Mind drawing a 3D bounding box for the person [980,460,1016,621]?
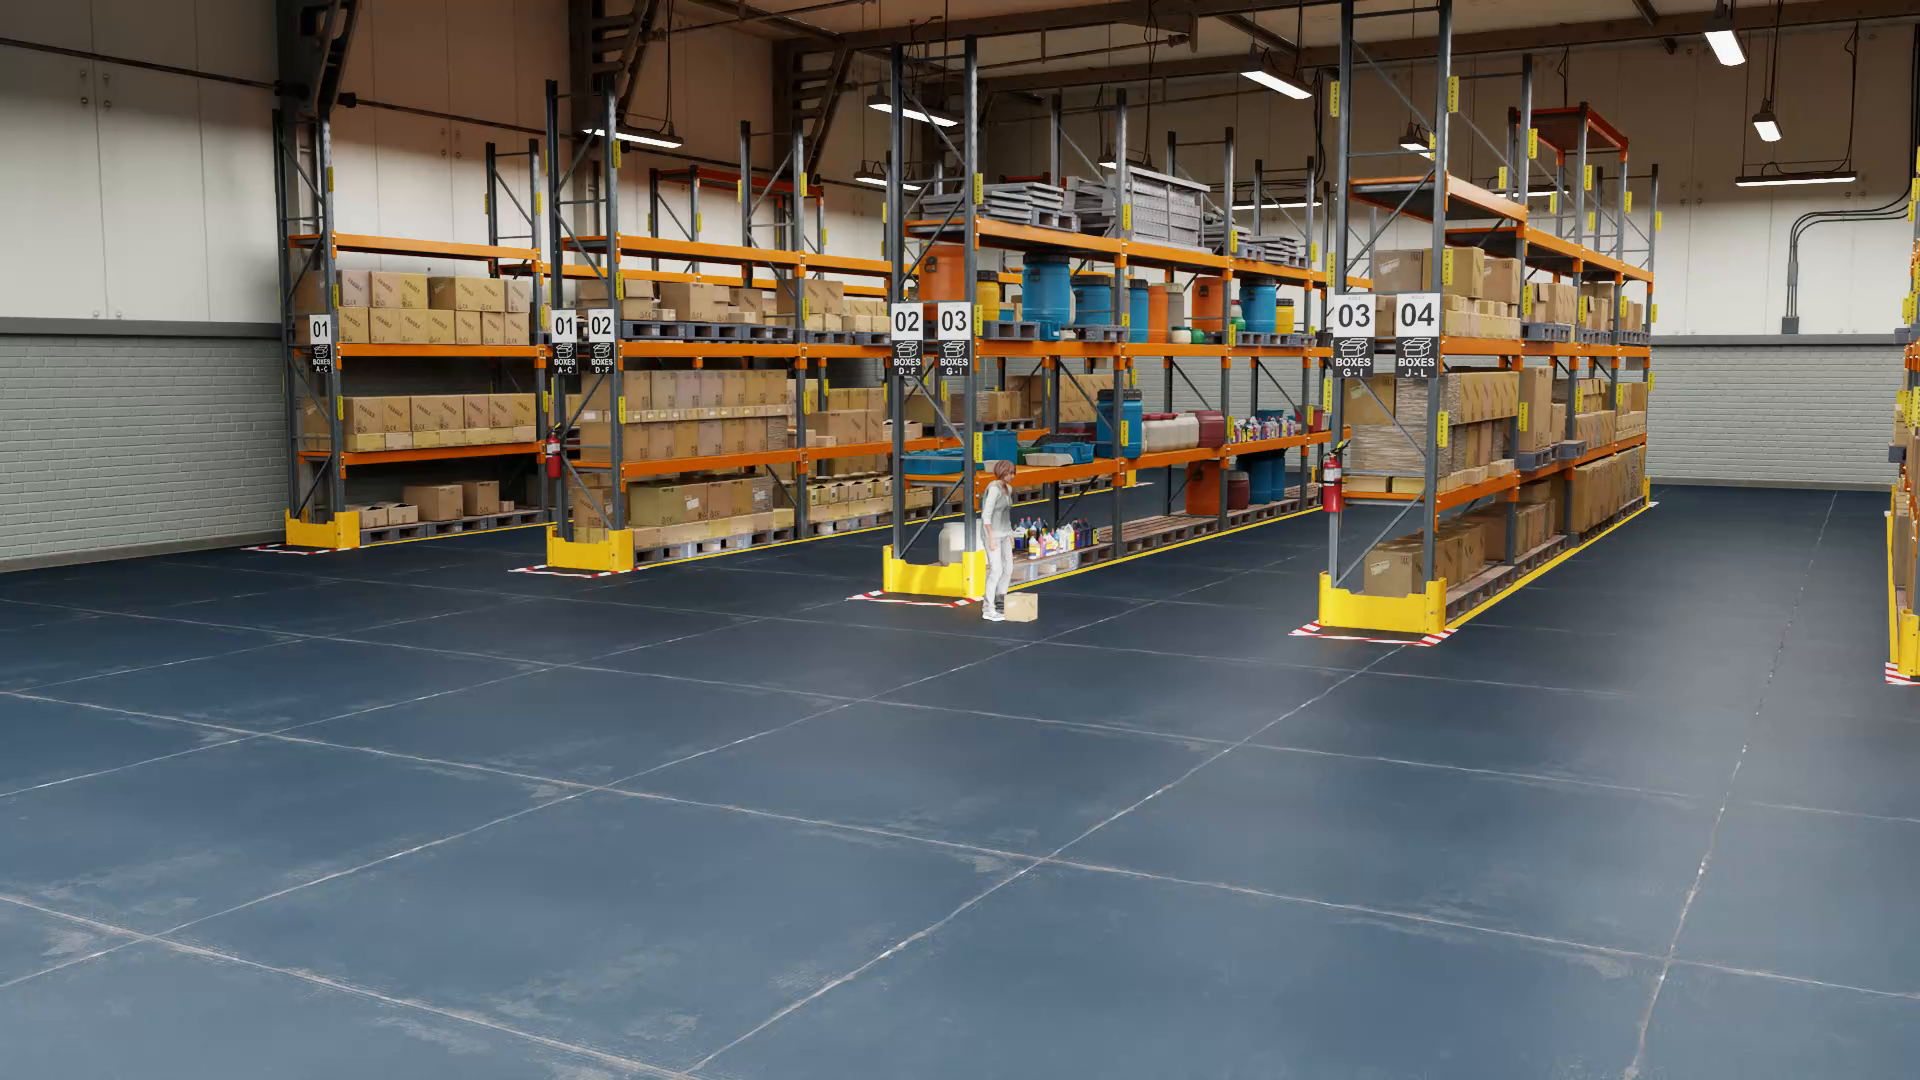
[{"bbox_3d":[0.397,-0.008,16.649,0.366,1.592,0.460,3,7,29],"label":"person"}]
